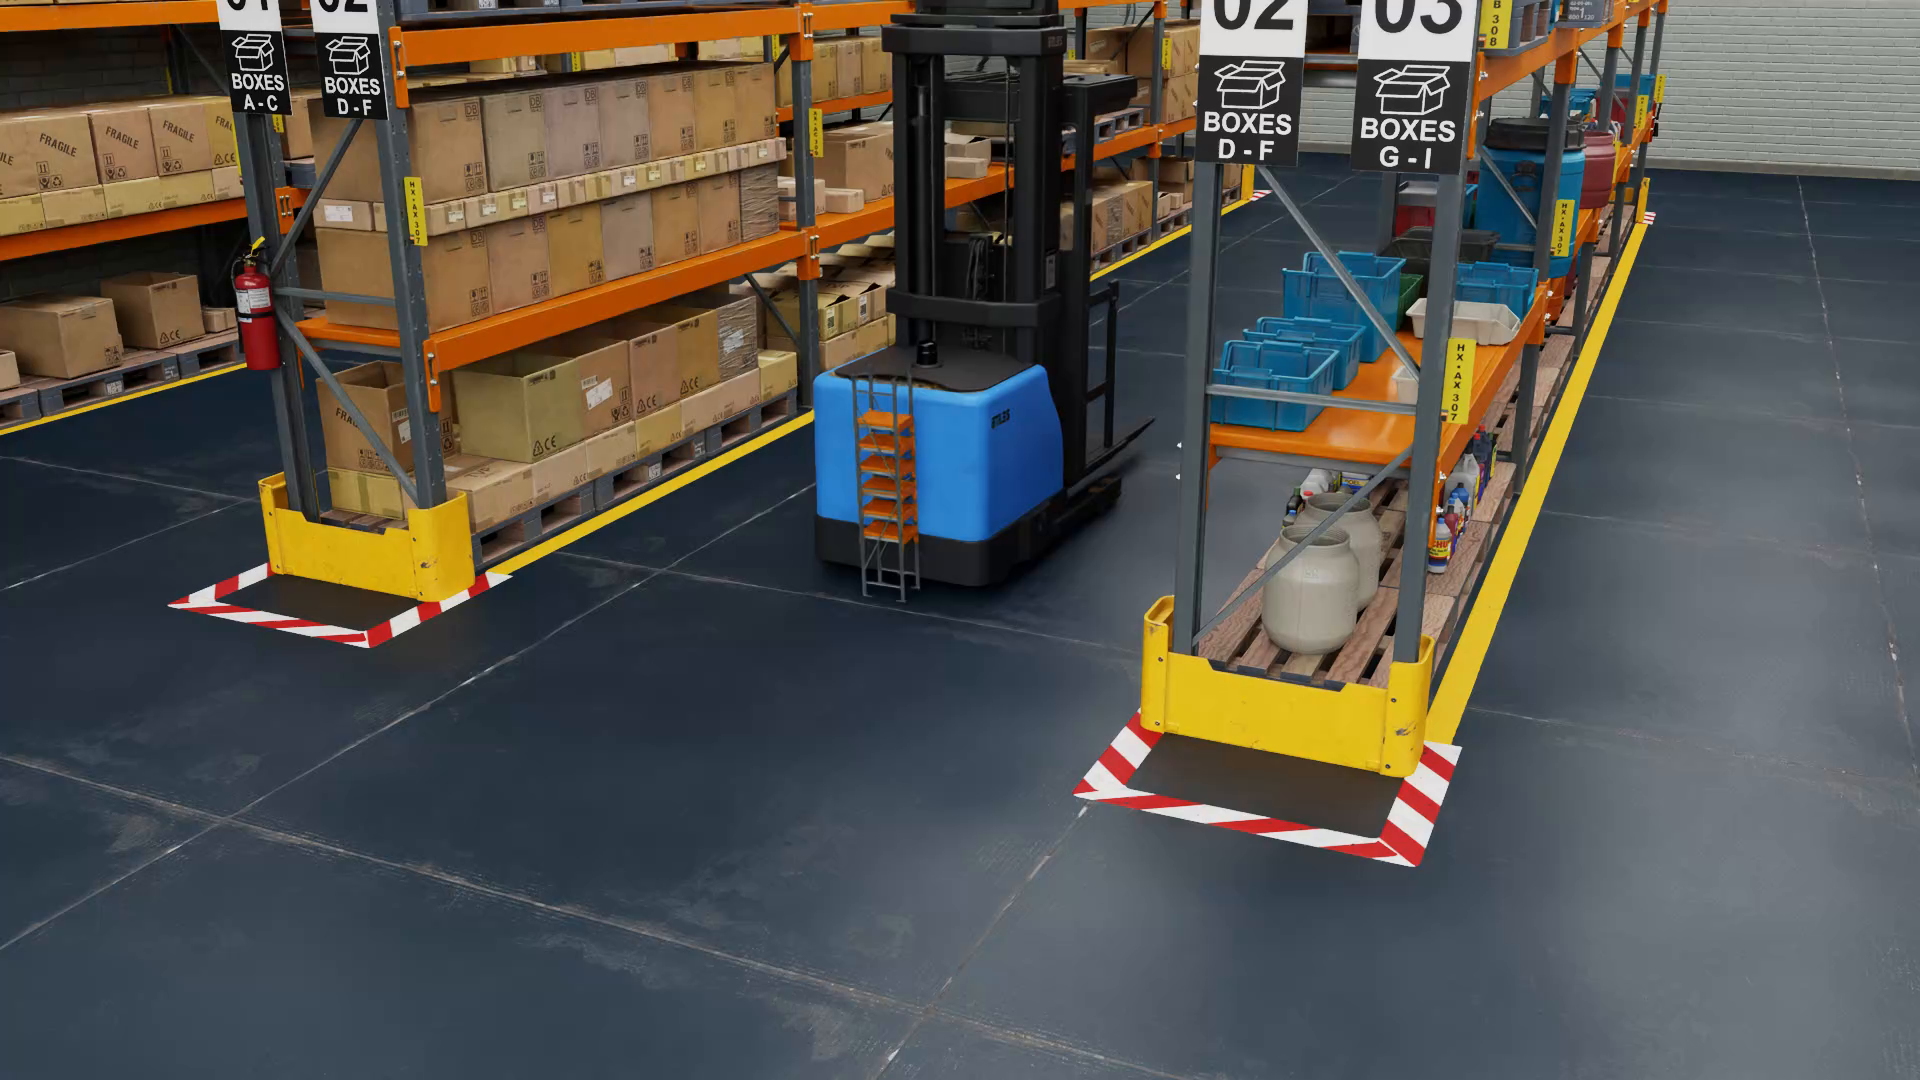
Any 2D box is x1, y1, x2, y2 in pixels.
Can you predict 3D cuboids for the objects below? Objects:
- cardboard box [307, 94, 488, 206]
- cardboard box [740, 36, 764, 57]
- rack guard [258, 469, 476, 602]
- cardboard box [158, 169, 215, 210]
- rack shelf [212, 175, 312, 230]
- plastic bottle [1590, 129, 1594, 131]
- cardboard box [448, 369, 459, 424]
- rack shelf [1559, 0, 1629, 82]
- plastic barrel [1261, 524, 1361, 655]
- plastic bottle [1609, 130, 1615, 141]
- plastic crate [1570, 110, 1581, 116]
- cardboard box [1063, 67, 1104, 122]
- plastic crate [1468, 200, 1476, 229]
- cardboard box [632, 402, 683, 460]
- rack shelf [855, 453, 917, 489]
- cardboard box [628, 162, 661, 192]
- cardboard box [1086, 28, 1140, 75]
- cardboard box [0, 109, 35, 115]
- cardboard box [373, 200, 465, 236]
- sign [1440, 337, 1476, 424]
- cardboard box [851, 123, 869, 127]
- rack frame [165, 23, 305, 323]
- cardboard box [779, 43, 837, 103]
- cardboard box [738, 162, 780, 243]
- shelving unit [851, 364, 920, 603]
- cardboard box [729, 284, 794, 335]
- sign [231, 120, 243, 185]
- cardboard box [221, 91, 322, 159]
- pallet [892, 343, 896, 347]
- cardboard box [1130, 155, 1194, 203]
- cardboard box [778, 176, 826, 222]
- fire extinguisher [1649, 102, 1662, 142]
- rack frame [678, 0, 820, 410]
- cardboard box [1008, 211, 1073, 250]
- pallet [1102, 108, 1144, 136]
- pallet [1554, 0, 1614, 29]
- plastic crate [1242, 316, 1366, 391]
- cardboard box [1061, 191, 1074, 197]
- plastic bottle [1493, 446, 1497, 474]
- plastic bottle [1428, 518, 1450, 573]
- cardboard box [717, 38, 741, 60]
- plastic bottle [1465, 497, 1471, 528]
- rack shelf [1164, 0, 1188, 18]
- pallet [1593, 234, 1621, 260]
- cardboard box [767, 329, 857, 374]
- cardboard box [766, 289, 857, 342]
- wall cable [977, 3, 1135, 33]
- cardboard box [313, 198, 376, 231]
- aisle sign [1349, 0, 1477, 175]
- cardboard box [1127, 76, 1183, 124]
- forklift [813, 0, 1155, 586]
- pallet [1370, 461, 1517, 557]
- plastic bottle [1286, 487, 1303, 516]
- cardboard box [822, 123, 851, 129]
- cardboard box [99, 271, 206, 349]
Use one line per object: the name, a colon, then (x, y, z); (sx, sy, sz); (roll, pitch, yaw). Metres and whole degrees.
cardboard box: (-2.917, -2.041, 8.645); (0.700, 0.500, 0.500); (9, 21, 23)
cardboard box: (-2.707, -5.944, 19.965); (0.500, 0.250, 0.500); (9, 22, 24)
rack guard: (-3.152, -0.040, 8.836); (1.175, 0.500, 0.348); (9, 21, 23)
cardboard box: (-6.154, -2.728, 12.857); (0.500, 0.250, 0.500); (9, 21, 23)
rack shelf: (-5.206, -3.399, 15.624); (1.077, 0.370, 4.000); (9, 21, 23)
plastic bottle: (5.946, -3.733, 15.681); (0.097, 0.271, 0.097); (0, 20, 0)
cardboard box: (-2.798, -0.993, 10.143); (0.500, 0.500, 0.500); (9, 21, 23)
rack shelf: (3.833, -3.453, 11.299); (1.077, 0.370, 4.000); (9, 21, 23)
plastic barrel: (1.575, 0.218, 7.465); (0.421, 0.512, 0.421); (0, 20, 0)
plastic bottle: (6.067, -3.724, 15.648); (0.152, 0.276, 0.135); (9, 21, 23)
plastic crate: (6.728, -4.690, 18.485); (0.293, 0.136, 0.466); (9, 21, 23)
cardboard box: (1.105, -4.590, 17.123); (0.700, 0.500, 0.500); (3, 20, 9)
plastic crate: (3.469, -2.239, 11.603); (0.450, 0.188, 0.662); (9, 21, 23)
cardboard box: (-2.104, -0.719, 10.492); (0.500, 0.250, 0.500); (9, 21, 23)
rack shelf: (-0.374, -0.349, 8.419); (0.258, 0.103, 0.180); (8, 25, 22)
cardboard box: (-2.047, -2.219, 10.114); (0.380, 0.149, 0.250); (9, 22, 24)
cardboard box: (1.743, -5.602, 19.103); (0.500, 0.500, 0.500); (9, 21, 23)
cardboard box: (-7.034, -2.834, 12.037); (0.500, 0.500, 0.500); (9, 21, 23)
cardboard box: (-2.785, -1.668, 8.566); (0.380, 0.149, 0.250); (8, 21, 22)
sign: (1.876, -0.598, 6.261); (0.100, 0.325, 0.005); (9, 21, 23)
cardboard box: (-1.296, -5.751, 23.298); (0.380, 0.149, 0.250); (9, 22, 24)
rack frame: (-6.025, -3.127, 13.784); (1.000, 3.000, 0.127); (9, 21, 23)
cardboard box: (-2.208, -6.100, 21.696); (0.980, 0.700, 0.700); (8, 21, 21)
cardboard box: (-1.680, -2.359, 11.475); (0.700, 0.500, 0.500); (8, 21, 21)
shelving unit: (-0.372, -0.279, 8.449); (0.258, 1.200, 0.189); (8, 25, 22)
cardboard box: (-1.600, -1.778, 12.631); (0.500, 0.311, 0.500); (9, 21, 23)
sign: (-3.631, -1.961, 8.425); (0.100, 0.325, 0.005); (9, 21, 23)
cardboard box: (-5.785, -3.532, 14.118); (0.700, 0.500, 0.500); (9, 21, 23)
pallet: (-0.740, -1.739, 14.044); (1.003, 0.211, 1.213); (9, 21, 23)
cardboard box: (2.537, -4.500, 20.714); (0.797, 0.503, 0.637); (9, 21, 23)
cardboard box: (-1.342, -2.534, 12.341); (0.500, 0.250, 0.500); (10, 22, 26)
fire extinguisher: (8.404, -5.207, 20.306); (0.296, 0.674, 0.183); (9, 21, 23)
rack frame: (-1.504, -2.448, 11.876); (1.000, 3.000, 0.127); (9, 21, 23)
cardboard box: (0.790, -2.961, 16.392); (0.500, 0.500, 0.500); (8, 21, 21)
pallet: (1.345, -4.574, 18.140); (1.003, 0.211, 1.213); (9, 21, 23)
pallet: (2.807, -2.858, 8.833); (1.213, 0.211, 1.003); (9, 21, 23)
plastic crate: (1.579, -0.866, 7.650); (0.499, 0.251, 0.408); (9, 21, 23)
cardboard box: (0.932, -3.492, 17.886); (0.500, 0.500, 0.500); (9, 21, 23)
plastic bottle: (3.149, -0.502, 9.925); (0.097, 0.201, 0.097); (0, 20, 0)
plastic bottle: (2.402, 0.022, 8.345); (0.097, 0.271, 0.097); (0, 20, 0)
cardboard box: (-2.925, -5.789, 19.529); (0.500, 0.250, 0.500); (9, 21, 24)
plastic bottle: (2.708, -0.173, 8.999); (0.097, 0.201, 0.097); (0, 20, 0)
rack shelf: (2.591, -6.579, 20.090); (1.077, 0.370, 4.000); (9, 21, 23)
pallet: (6.555, -3.129, 17.952); (1.003, 0.211, 1.213); (9, 21, 23)
cardboard box: (-1.113, -1.440, 12.517); (0.500, 0.250, 0.500); (8, 21, 21)
cardboard box: (-1.107, -1.707, 12.431); (0.500, 0.311, 0.500); (9, 21, 23)
wall cable: (1.531, -9.838, 28.338); (3.097, 2.526, 0.112); (9, 21, 23)
cardboard box: (-3.159, -1.721, 8.714); (0.380, 0.149, 0.250); (8, 21, 22)
aisle sign: (1.613, -1.707, 5.913); (0.394, 0.787, 0.004); (9, 21, 23)
cardboard box: (2.229, -5.059, 19.069); (0.500, 0.500, 0.500); (9, 22, 24)
forklift: (0.328, -1.594, 9.576); (1.130, 2.935, 3.031); (10, 22, 25)
pallet: (2.701, -0.254, 9.868); (1.003, 0.211, 1.213); (9, 21, 23)
plastic bottle: (1.759, -0.132, 8.760); (0.061, 0.283, 0.133); (9, 22, 24)
cardboard box: (-1.747, -5.727, 23.232); (0.380, 0.149, 0.250); (9, 21, 23)
cardboard box: (-6.413, -1.833, 13.221); (0.500, 0.500, 0.500); (7, 21, 19)
